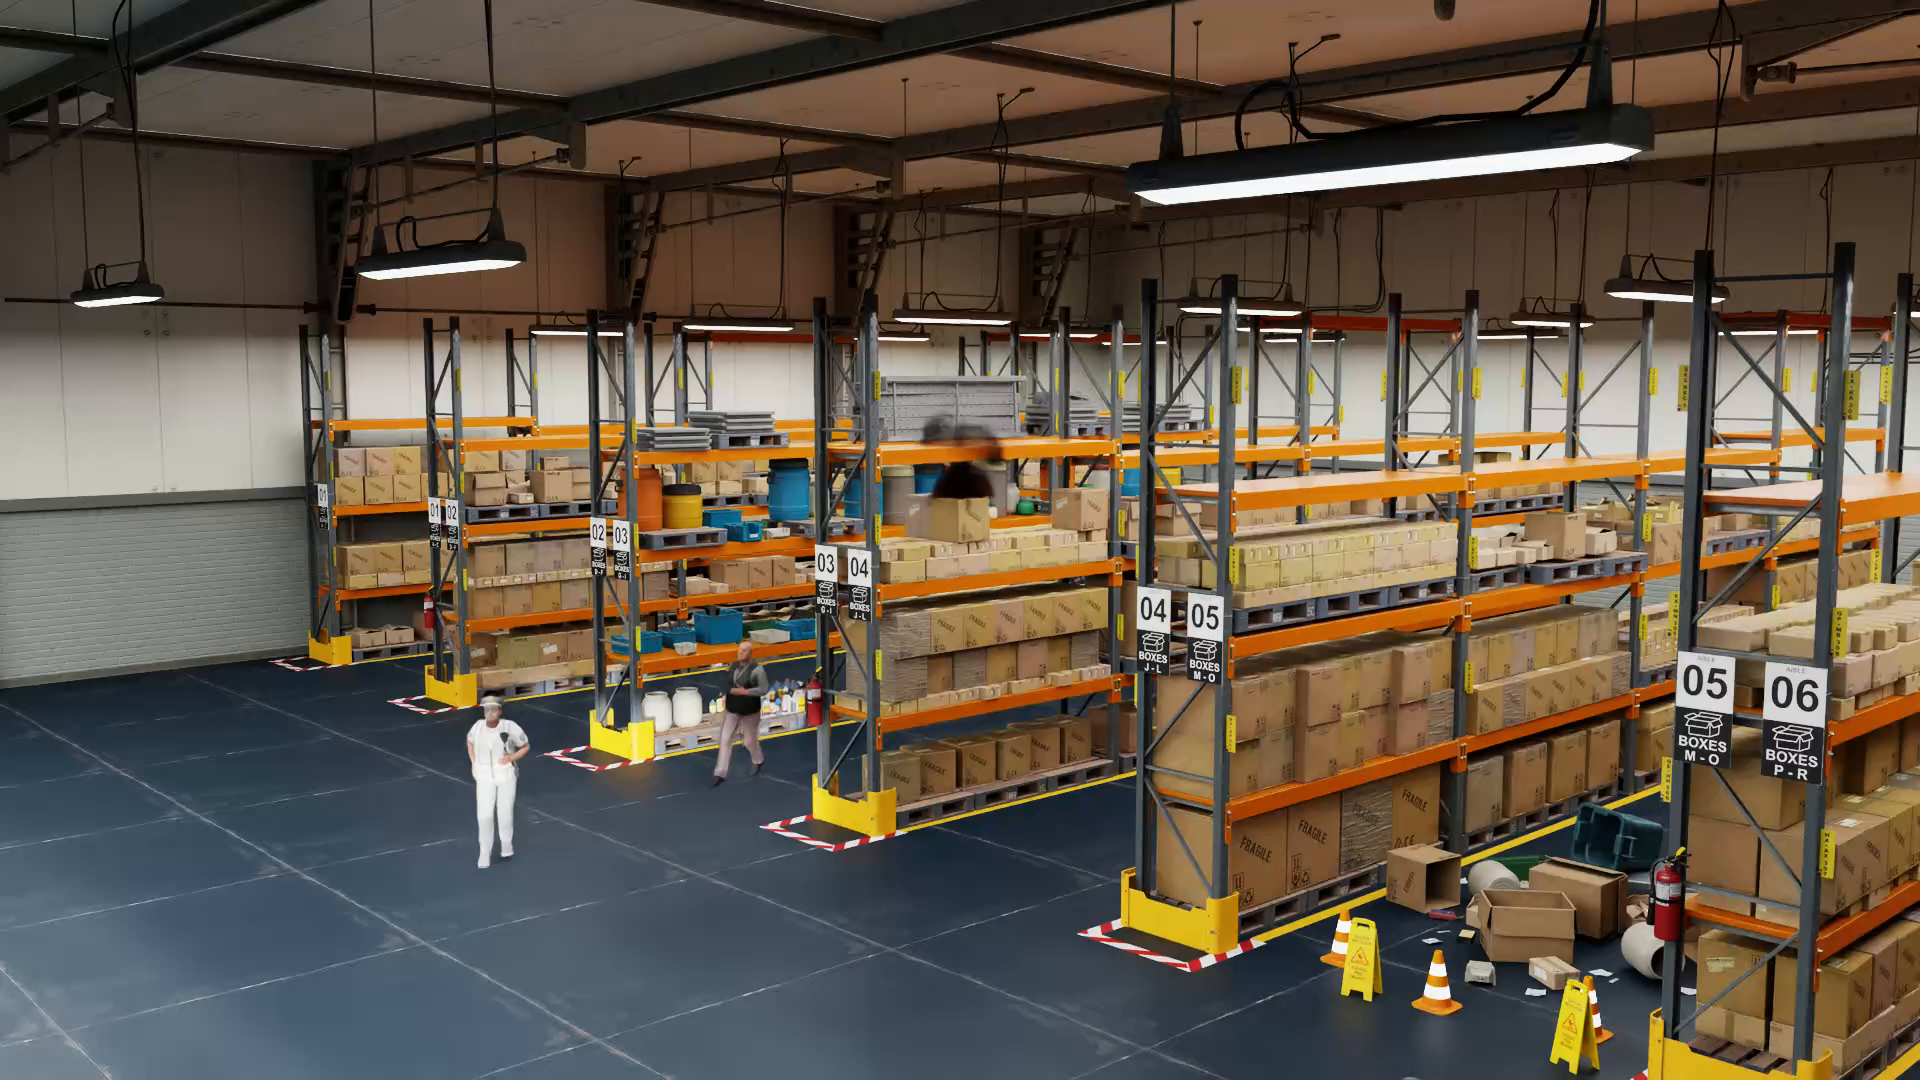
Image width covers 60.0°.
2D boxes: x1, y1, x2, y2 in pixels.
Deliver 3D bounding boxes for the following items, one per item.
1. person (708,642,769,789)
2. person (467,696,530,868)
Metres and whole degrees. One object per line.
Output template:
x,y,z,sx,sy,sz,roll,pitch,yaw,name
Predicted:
-2.538,2.035,19.667,0.663,1.691,1.036,3,6,24,person
-4.857,2.541,17.510,0.671,1.875,0.739,-1,6,-7,person
